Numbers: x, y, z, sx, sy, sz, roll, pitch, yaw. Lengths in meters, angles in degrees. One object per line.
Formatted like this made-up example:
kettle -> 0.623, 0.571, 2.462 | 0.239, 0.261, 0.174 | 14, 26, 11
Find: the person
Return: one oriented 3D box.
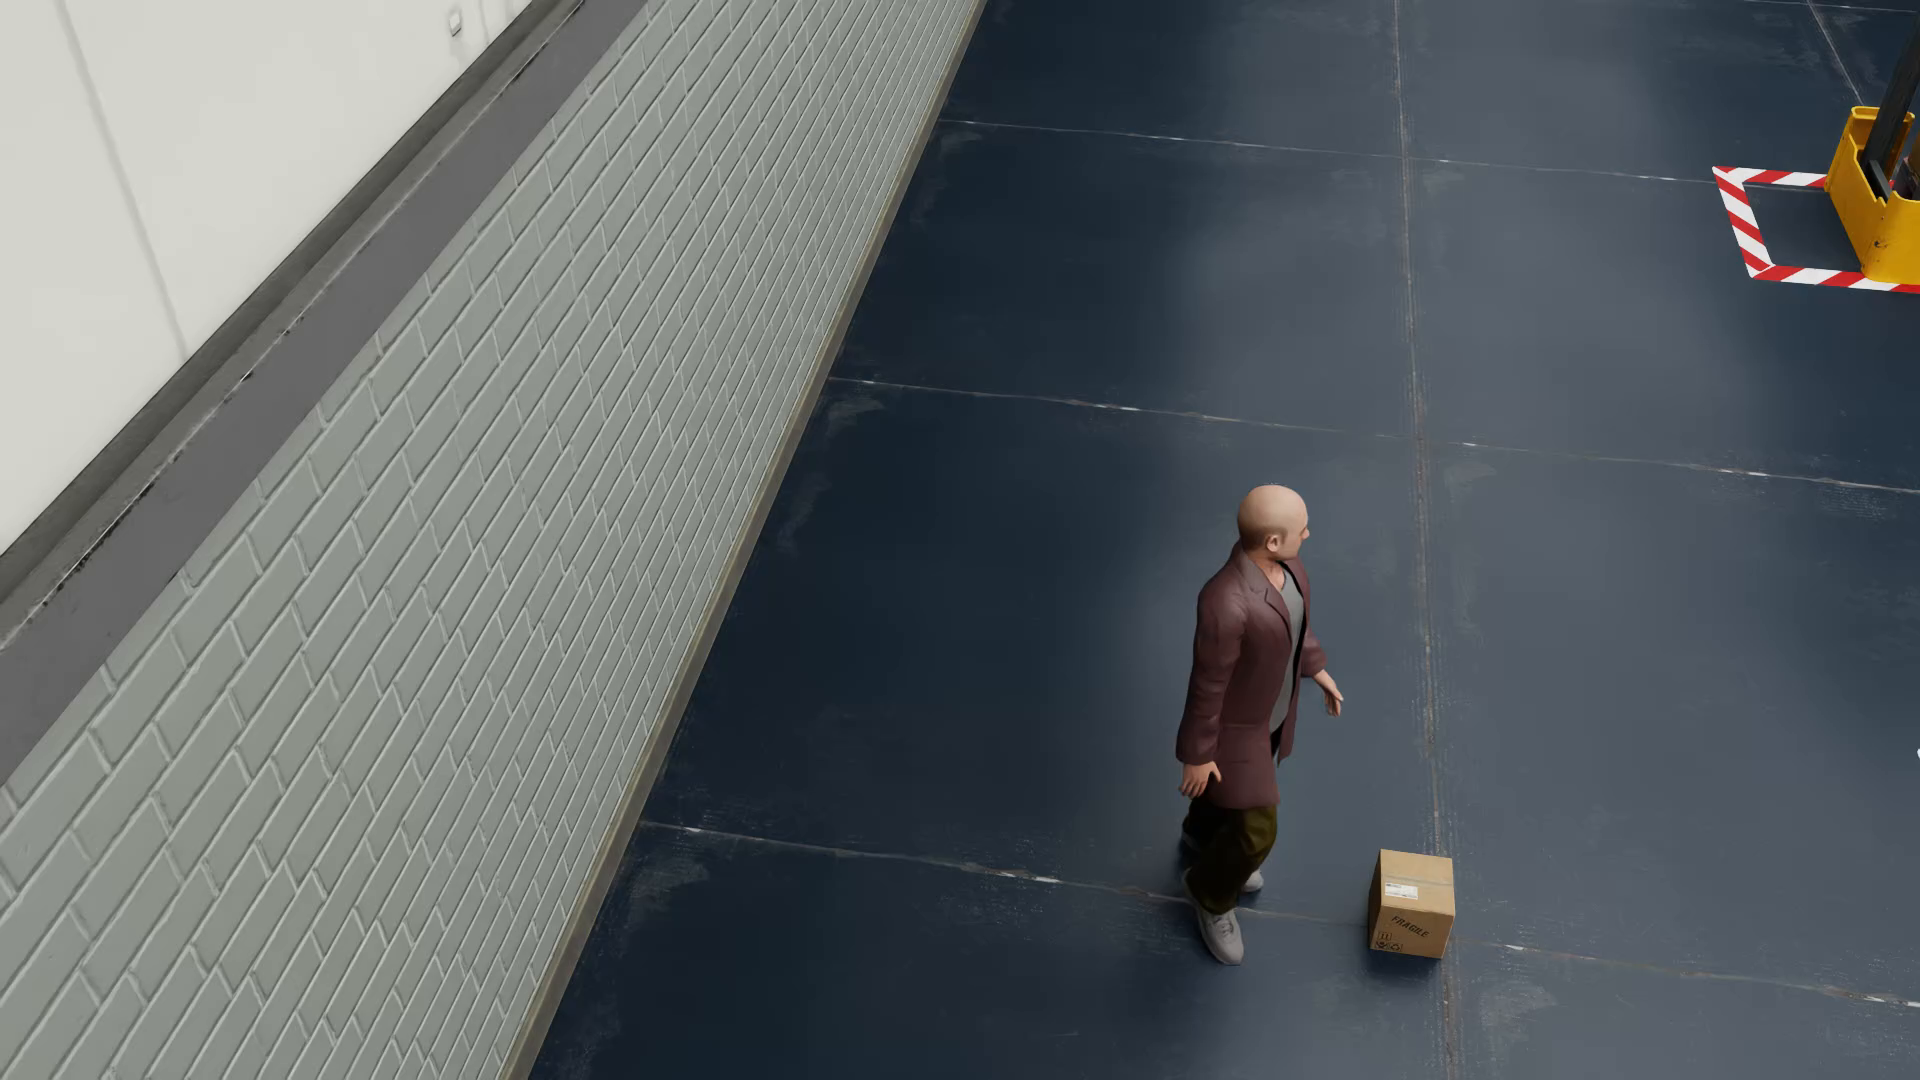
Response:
person -> 0.943, 0.588, 5.463 | 0.486, 1.805, 0.677 | 28, 48, 29
